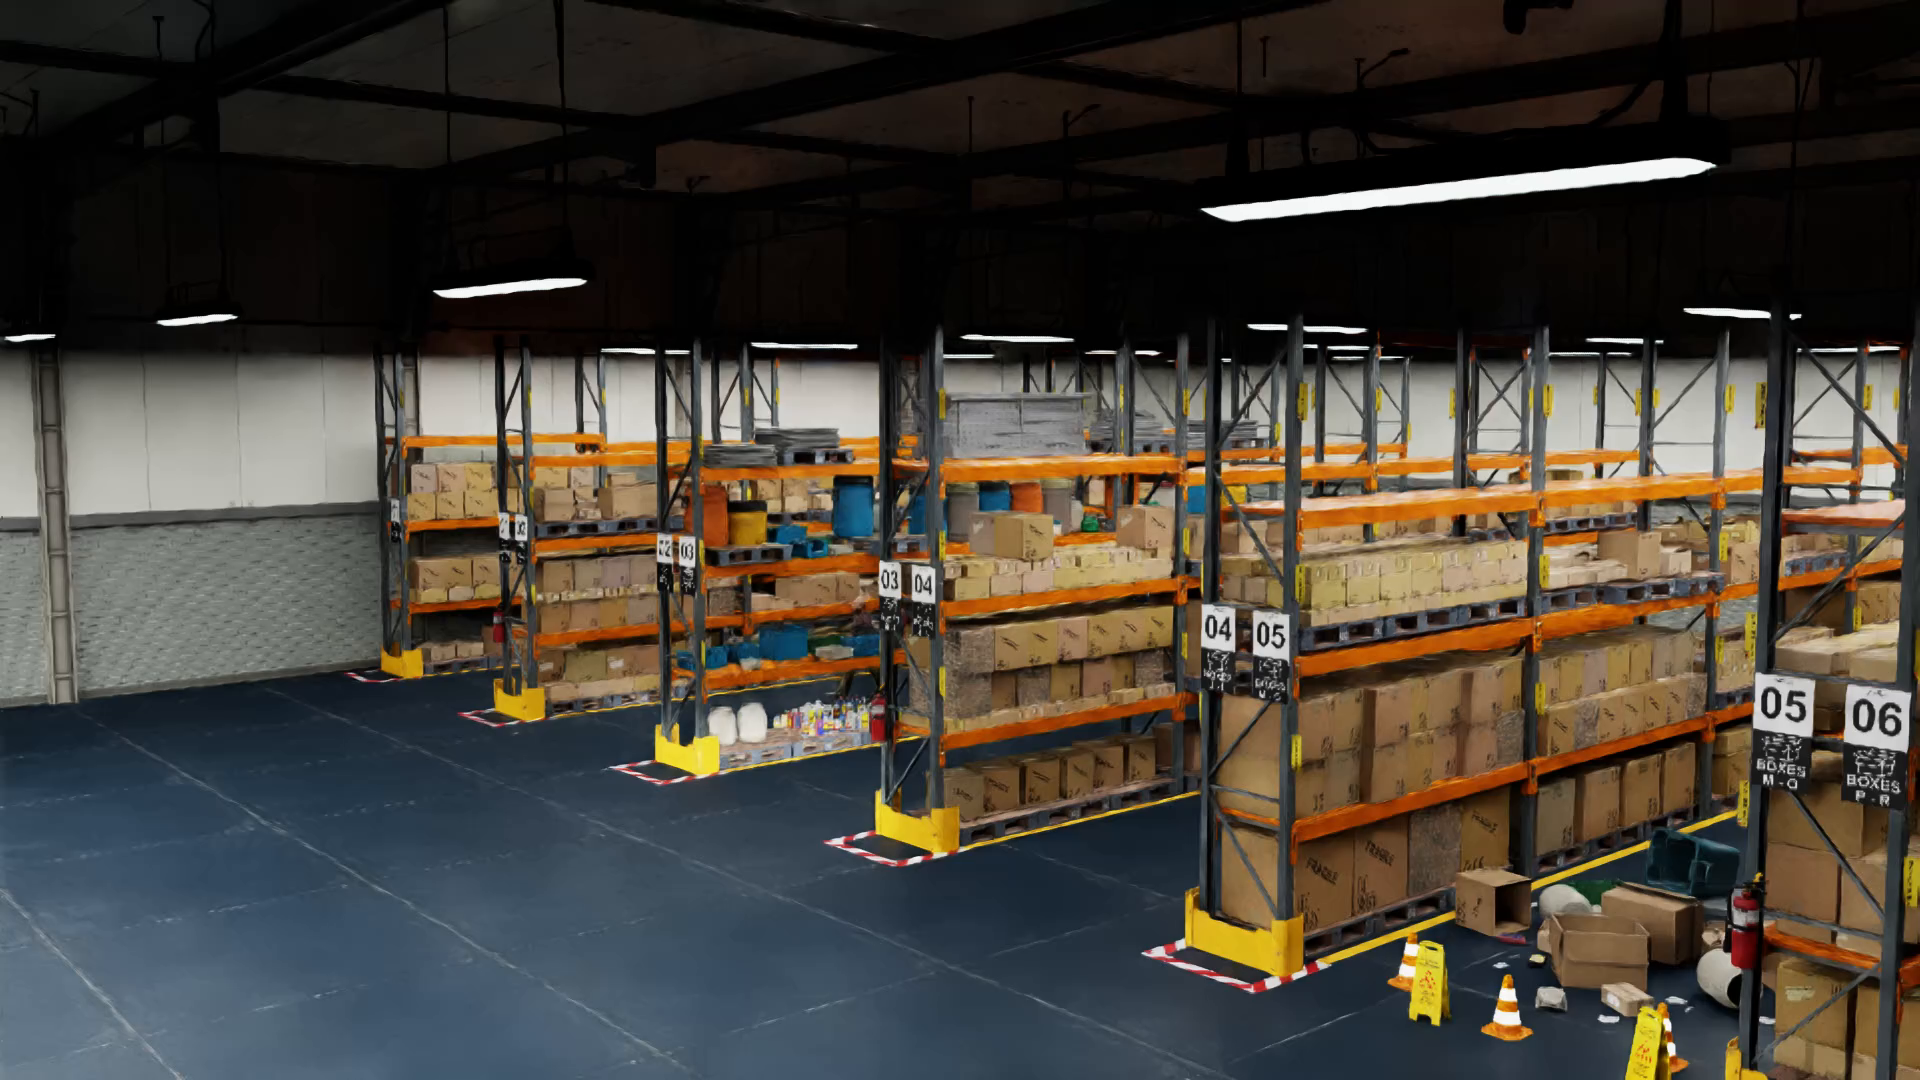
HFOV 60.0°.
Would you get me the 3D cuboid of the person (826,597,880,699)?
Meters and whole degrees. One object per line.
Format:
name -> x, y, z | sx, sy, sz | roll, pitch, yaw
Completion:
person -> -1.647, 1.789, 27.502 | 1.104, 1.714, 0.566 | -3, 6, -31
